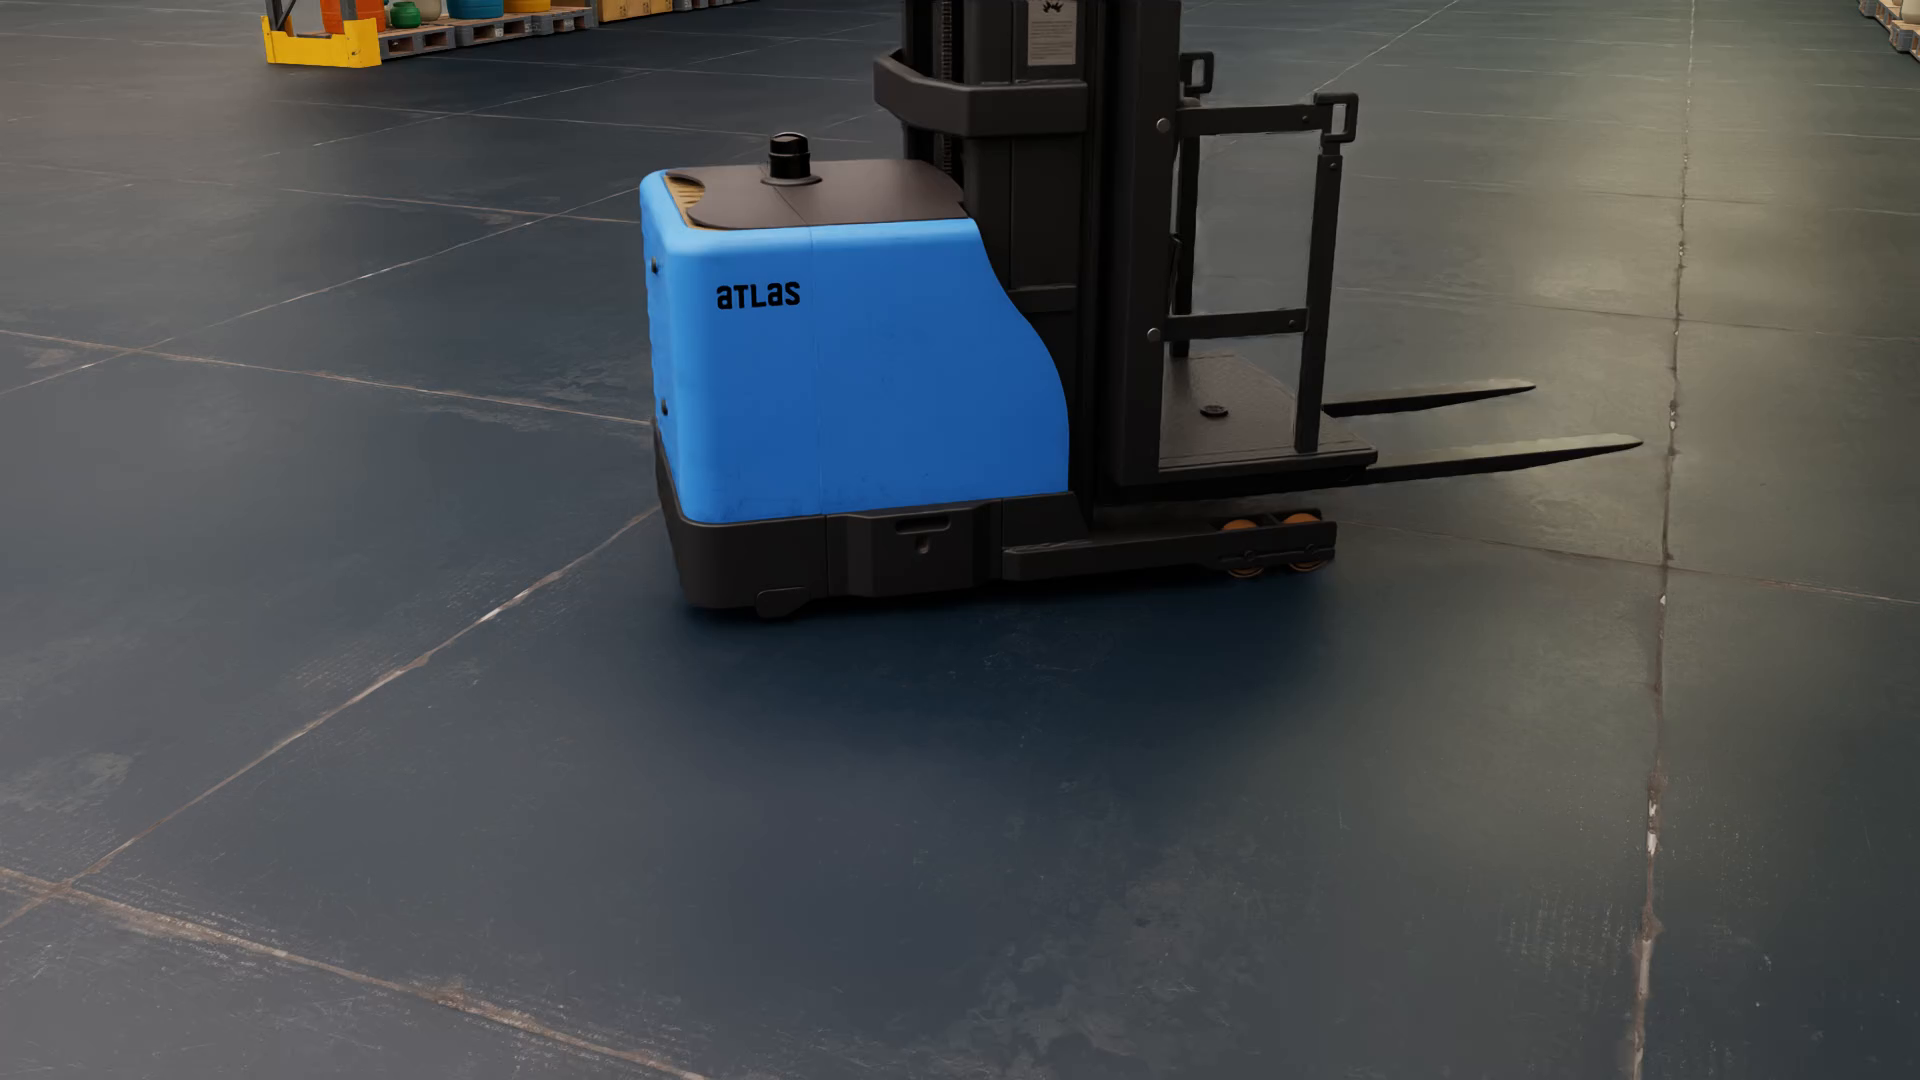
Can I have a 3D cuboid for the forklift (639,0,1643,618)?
[{"bbox_3d":[0.611,-1.433,4.722,3.031,2.935,1.130,-6,23,-13],"label":"forklift"}]
